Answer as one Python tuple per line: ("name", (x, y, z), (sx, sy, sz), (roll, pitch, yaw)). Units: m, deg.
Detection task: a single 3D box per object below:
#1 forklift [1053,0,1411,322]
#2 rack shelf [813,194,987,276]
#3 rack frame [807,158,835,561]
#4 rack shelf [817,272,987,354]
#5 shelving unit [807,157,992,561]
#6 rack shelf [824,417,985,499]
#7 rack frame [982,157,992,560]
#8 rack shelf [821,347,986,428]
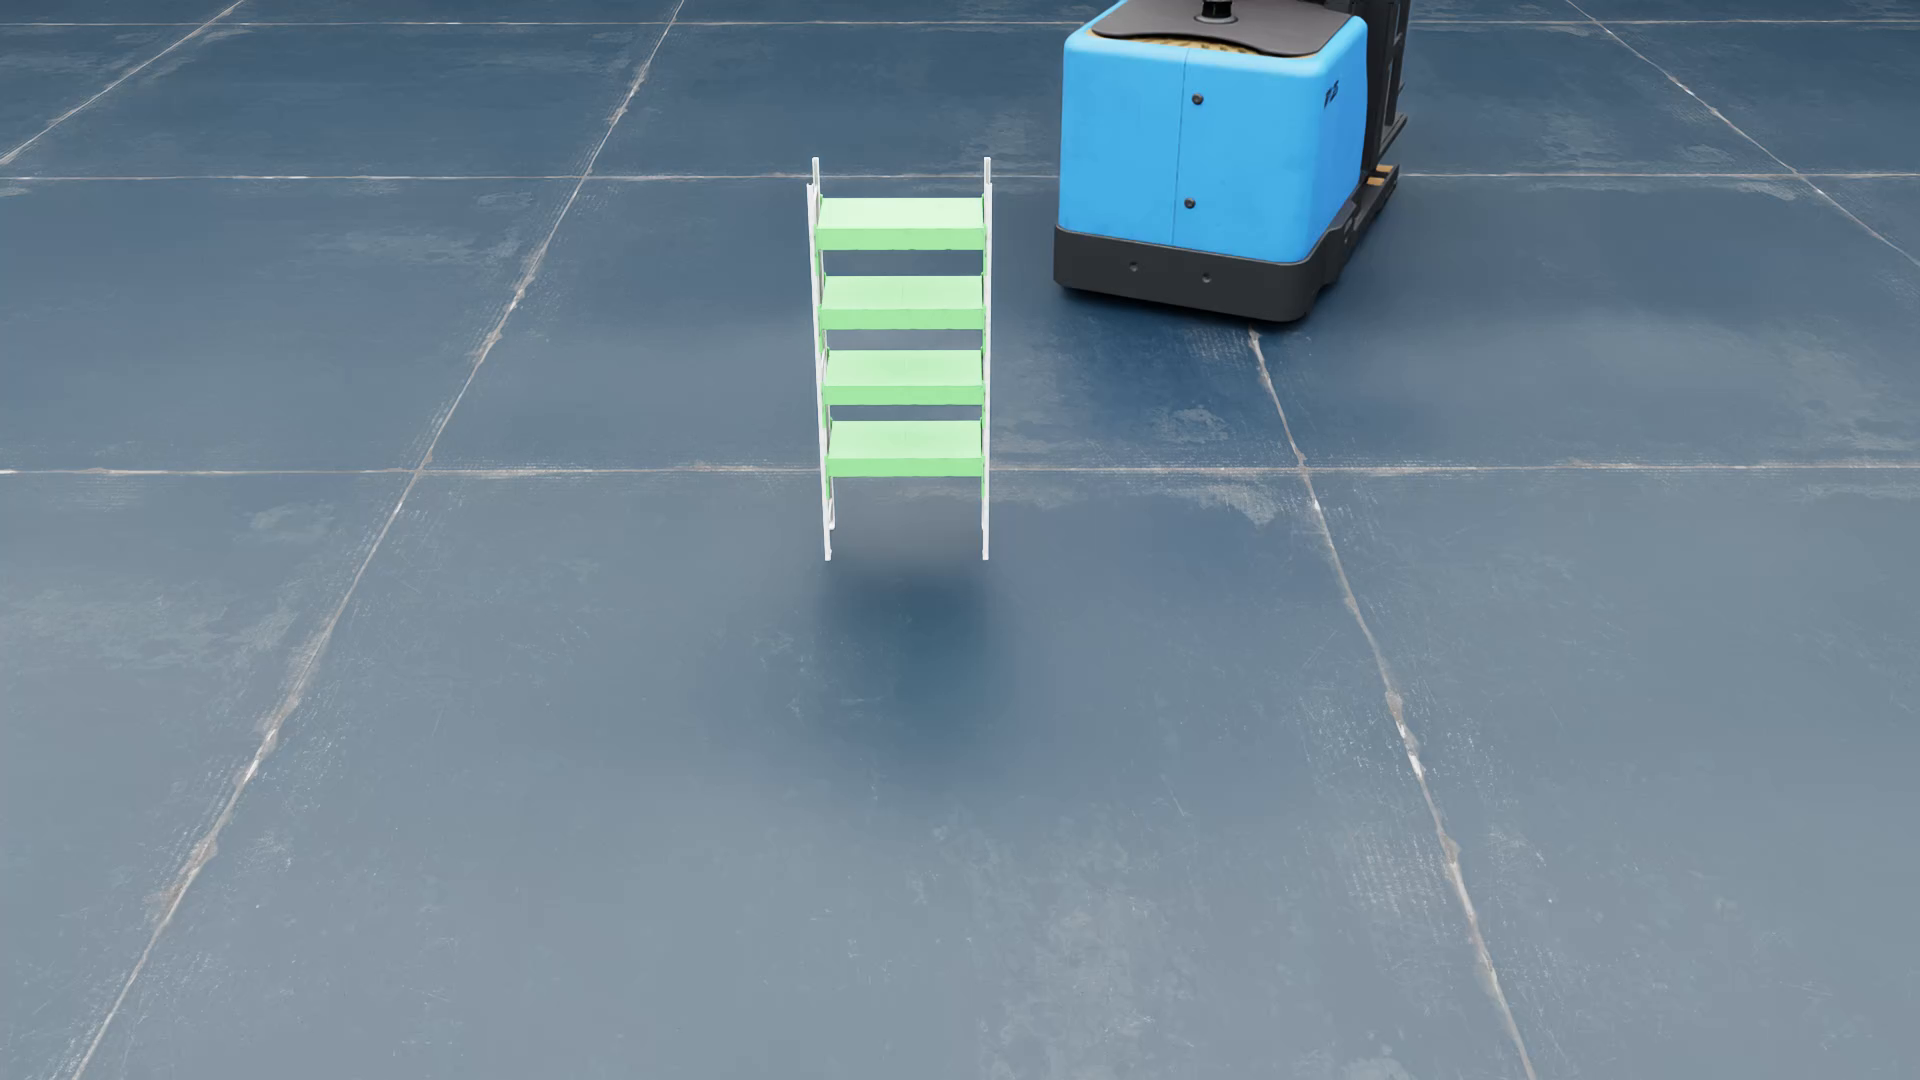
("forklift", (1.441, -2.858, 7.135), (1.130, 2.935, 3.031), (13, 34, 20))
("rack shelf", (-0.166, -0.868, 4.722), (0.480, 0.148, 0.258), (0, 31, 0))
("rack frame", (-0.410, -0.512, 4.937), (0.015, 1.200, 0.240), (0, 31, 0))
("rack shelf", (-0.166, -0.663, 4.847), (0.480, 0.148, 0.258), (0, 31, 0))
("shelving unit", (-0.166, -0.512, 4.938), (0.503, 1.200, 0.258), (0, 31, 0))
("rack shelf", (-0.166, -0.253, 5.096), (0.480, 0.148, 0.258), (0, 31, 0))
("rack frame", (0.078, -0.513, 4.939), (0.015, 1.200, 0.240), (0, 31, 0))
("rack shelf", (-0.166, -0.458, 4.971), (0.480, 0.148, 0.258), (0, 31, 0))
